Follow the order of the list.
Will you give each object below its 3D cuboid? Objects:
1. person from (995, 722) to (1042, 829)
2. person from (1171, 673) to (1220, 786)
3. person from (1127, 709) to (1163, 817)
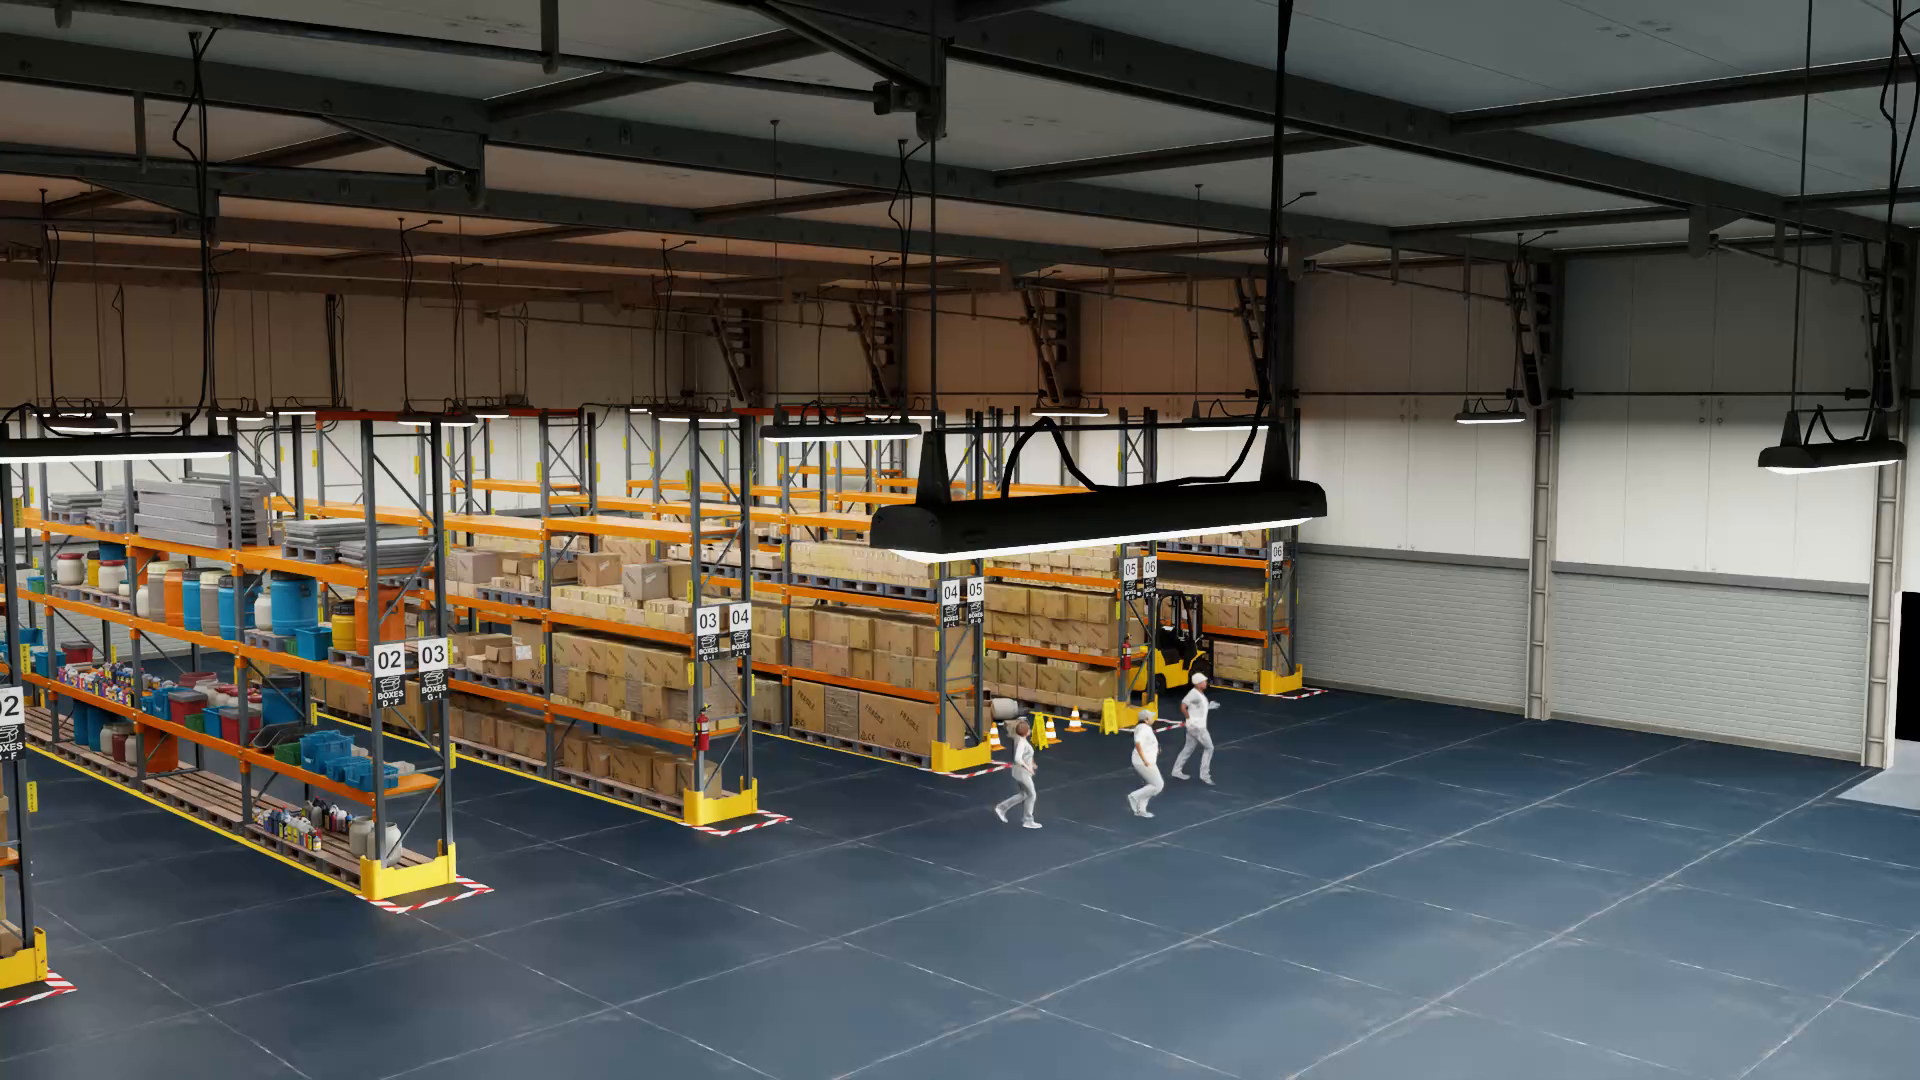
[{"bbox_3d":[0.853,3.412,24.101,0.683,1.579,0.560,-1,5,-9],"label":"person"},{"bbox_3d":[3.822,3.069,26.968,0.786,1.852,0.645,0,5,2],"label":"person"},{"bbox_3d":[2.758,3.331,24.791,0.559,1.635,0.634,0,5,-3],"label":"person"}]
